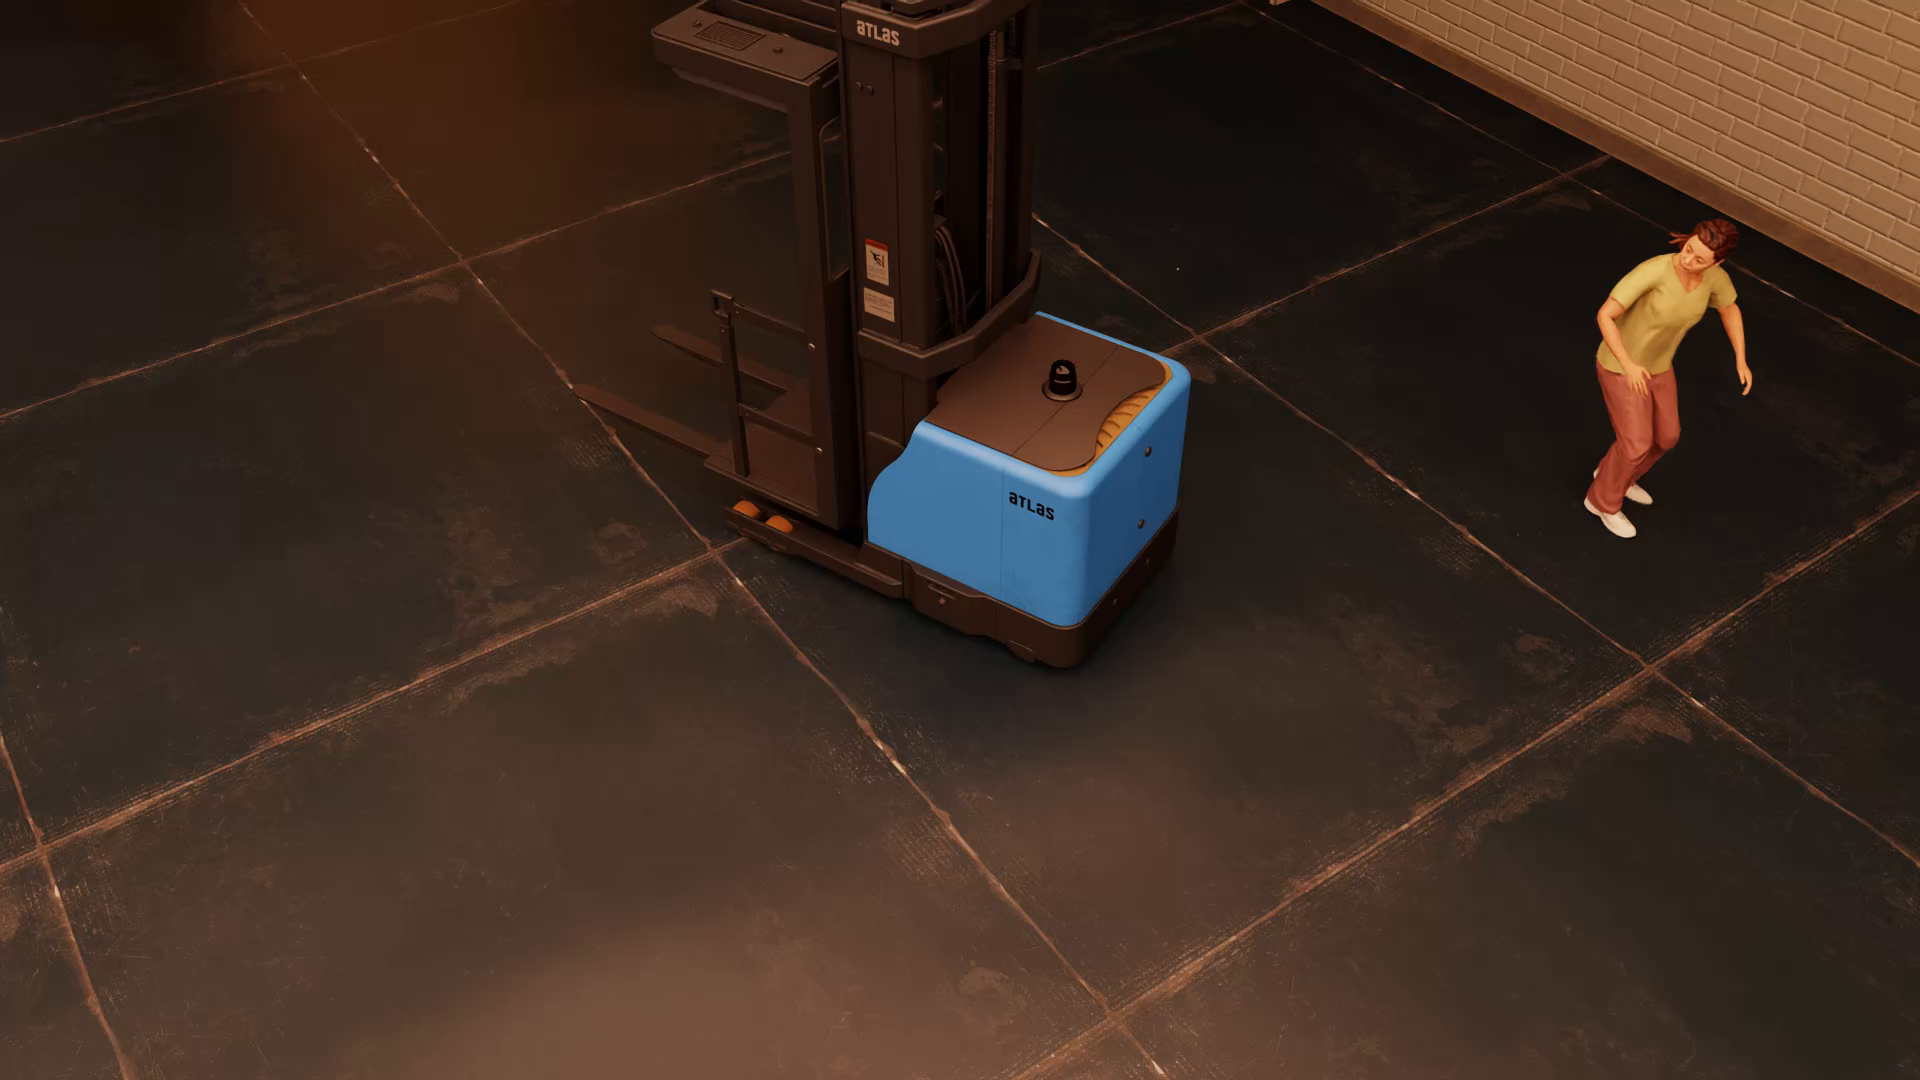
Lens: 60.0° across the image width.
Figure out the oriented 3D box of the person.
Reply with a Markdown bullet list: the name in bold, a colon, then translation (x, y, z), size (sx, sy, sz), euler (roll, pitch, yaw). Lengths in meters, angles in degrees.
- **person**: translation (3.170, -0.733, 7.513), size (0.693, 1.621, 0.518), euler (-16, 45, -16)

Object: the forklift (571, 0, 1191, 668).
- **forklift**: translation (-0.511, -1.302, 7.129), size (3.031, 2.935, 1.130), euler (24, 48, 24)
